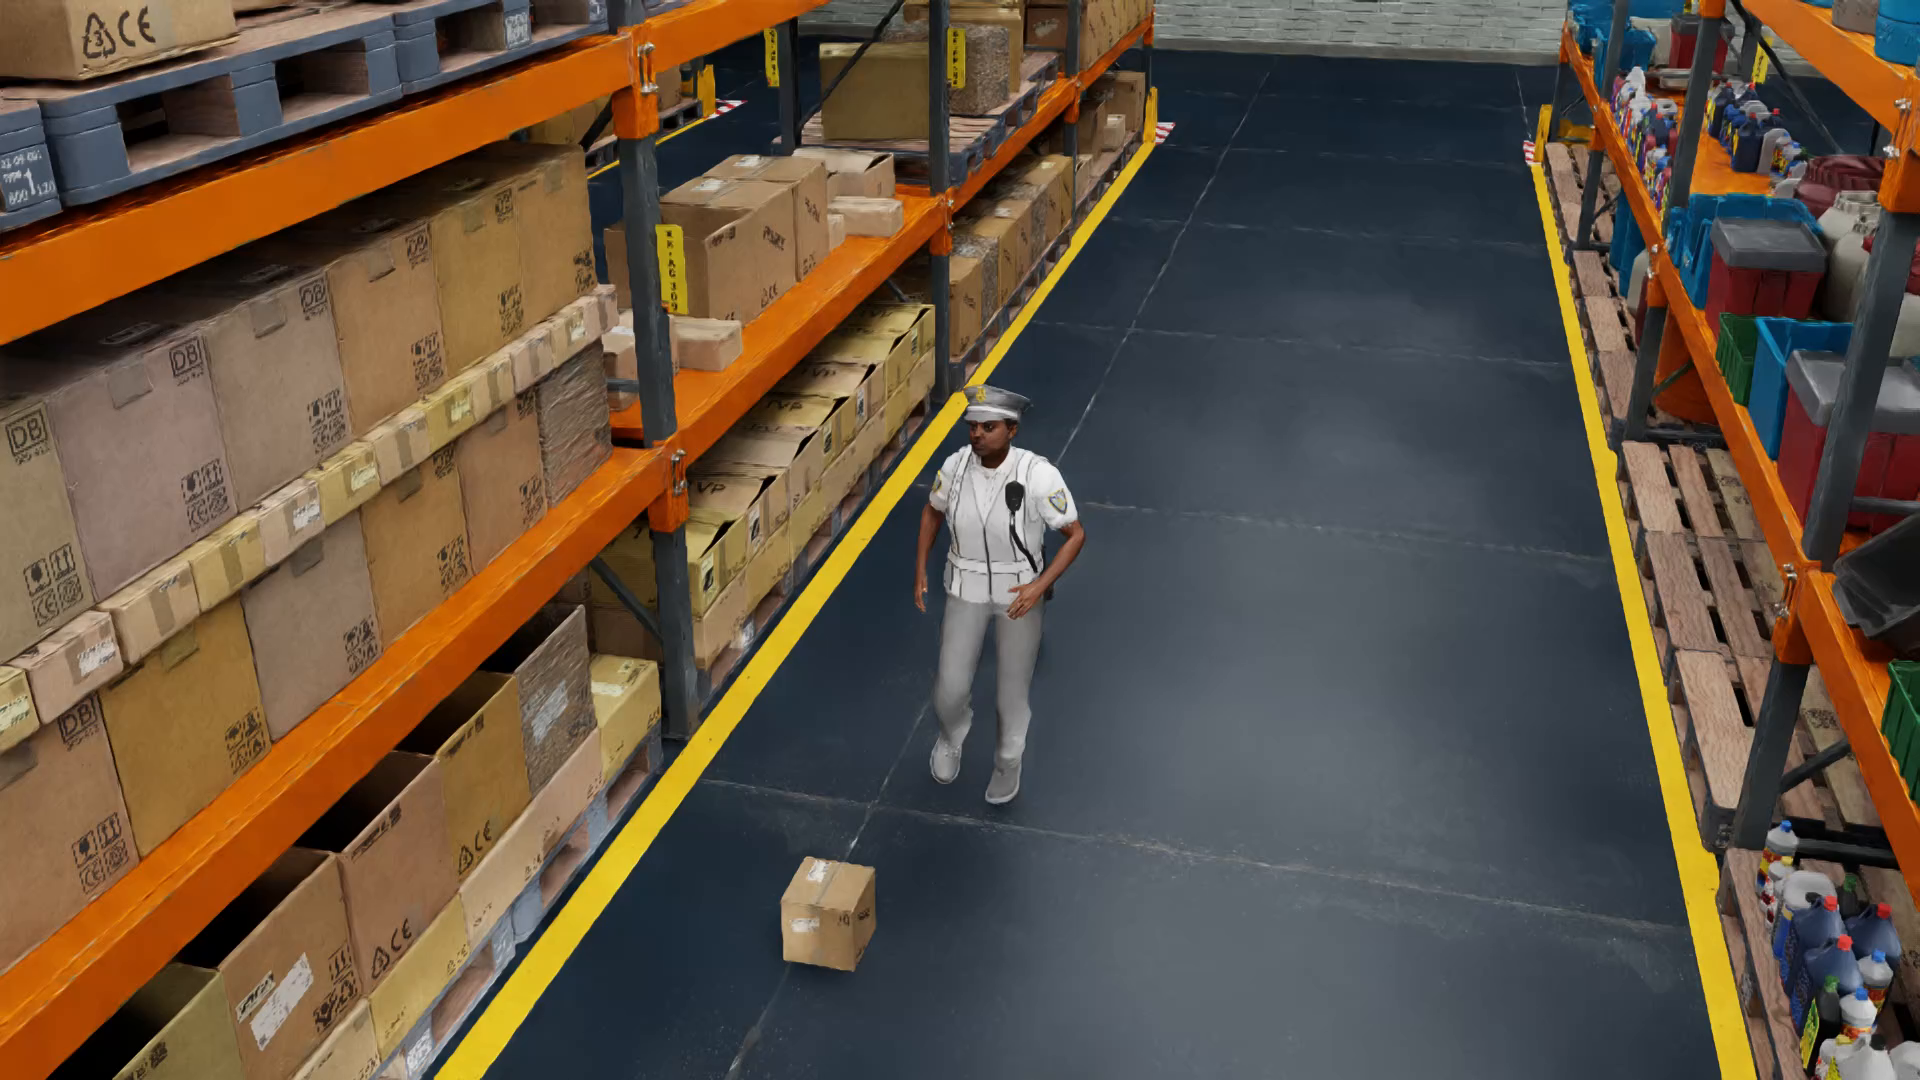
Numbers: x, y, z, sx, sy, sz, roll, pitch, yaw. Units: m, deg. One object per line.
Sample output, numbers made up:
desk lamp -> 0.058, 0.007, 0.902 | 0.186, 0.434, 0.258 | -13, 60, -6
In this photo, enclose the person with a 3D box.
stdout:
person -> 0.115, 0.226, 6.155 | 0.610, 1.653, 0.505 | 5, 26, 10
